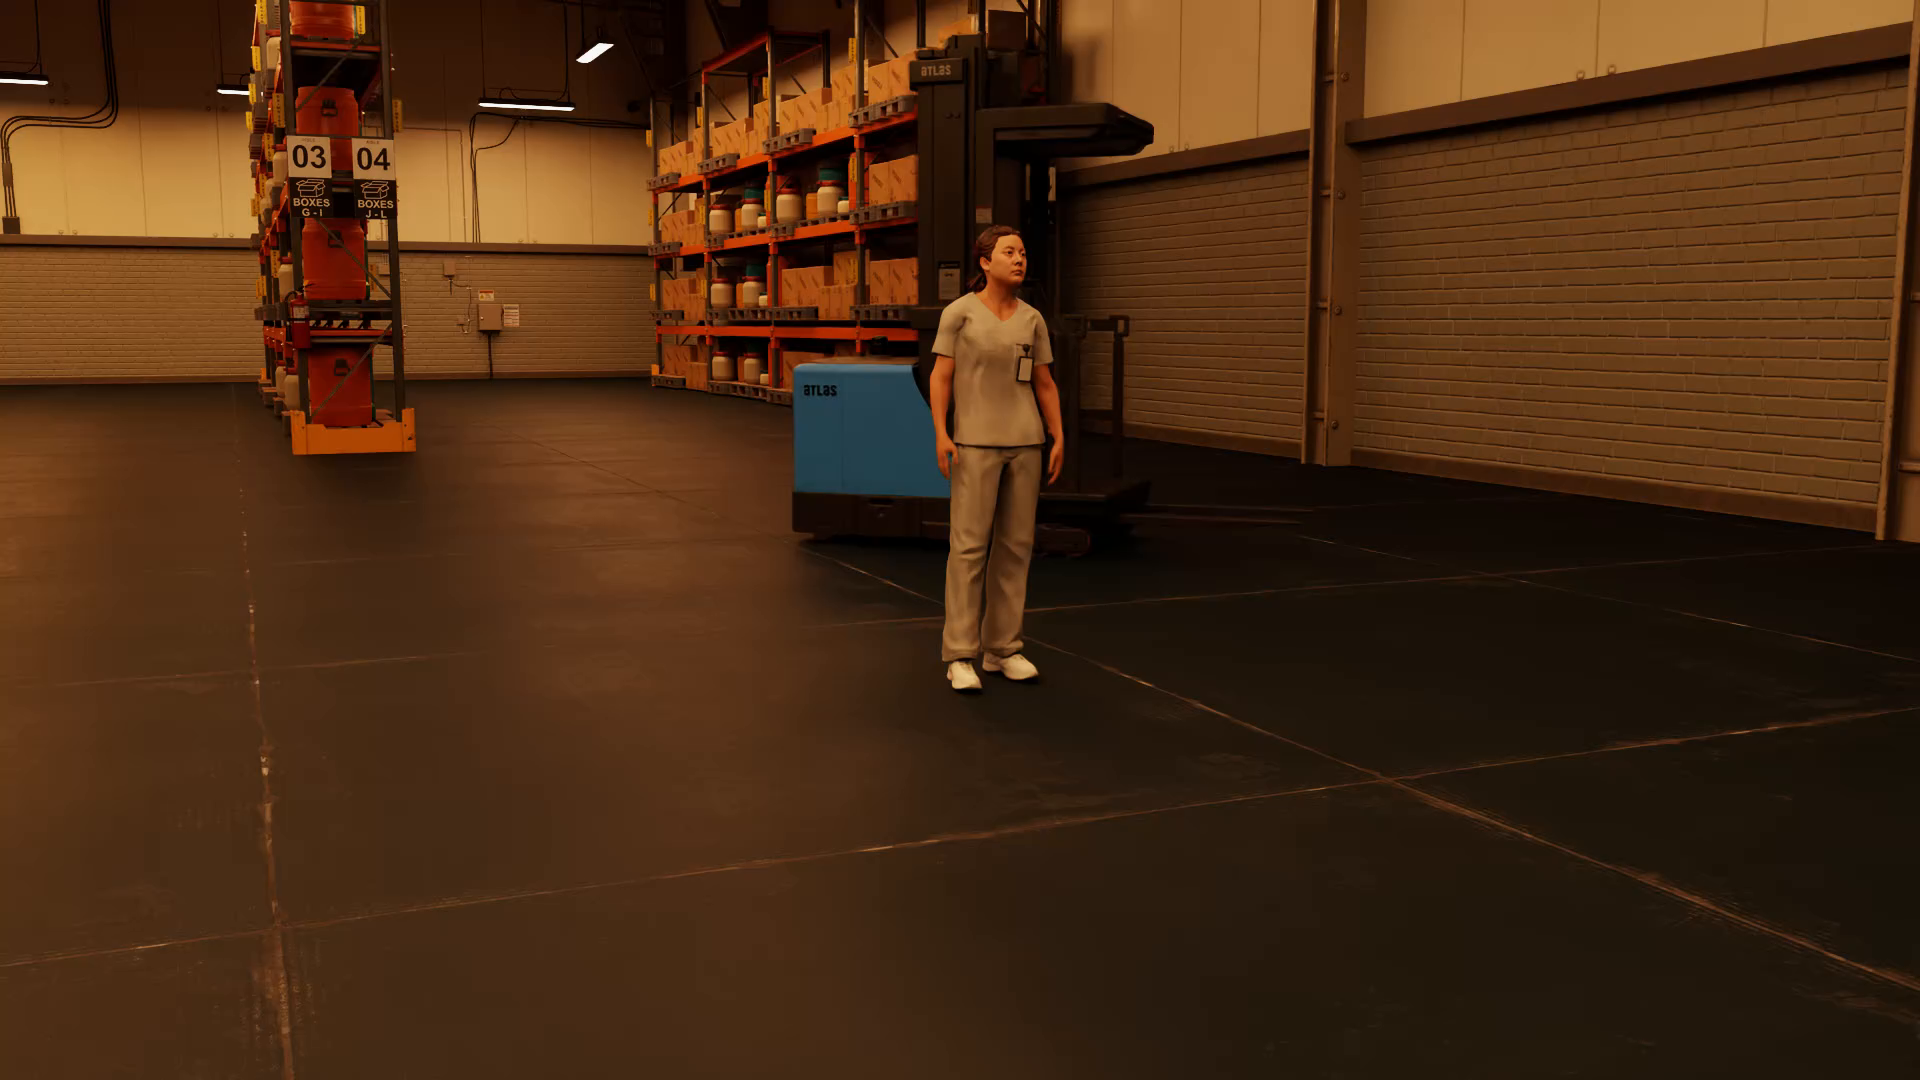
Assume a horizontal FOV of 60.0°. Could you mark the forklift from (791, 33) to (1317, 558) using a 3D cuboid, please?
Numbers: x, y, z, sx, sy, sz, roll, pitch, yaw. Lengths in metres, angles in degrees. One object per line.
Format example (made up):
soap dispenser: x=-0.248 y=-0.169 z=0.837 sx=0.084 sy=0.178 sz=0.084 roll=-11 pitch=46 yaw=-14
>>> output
forklift: x=0.556 y=-1.430 z=9.789 sx=3.031 sy=2.935 sz=1.130 roll=3 pitch=8 yaw=19

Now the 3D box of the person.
person: x=0.159 y=-0.322 z=6.141 sx=0.545 sy=1.676 sz=0.546 roll=-3 pitch=8 yaw=-22
